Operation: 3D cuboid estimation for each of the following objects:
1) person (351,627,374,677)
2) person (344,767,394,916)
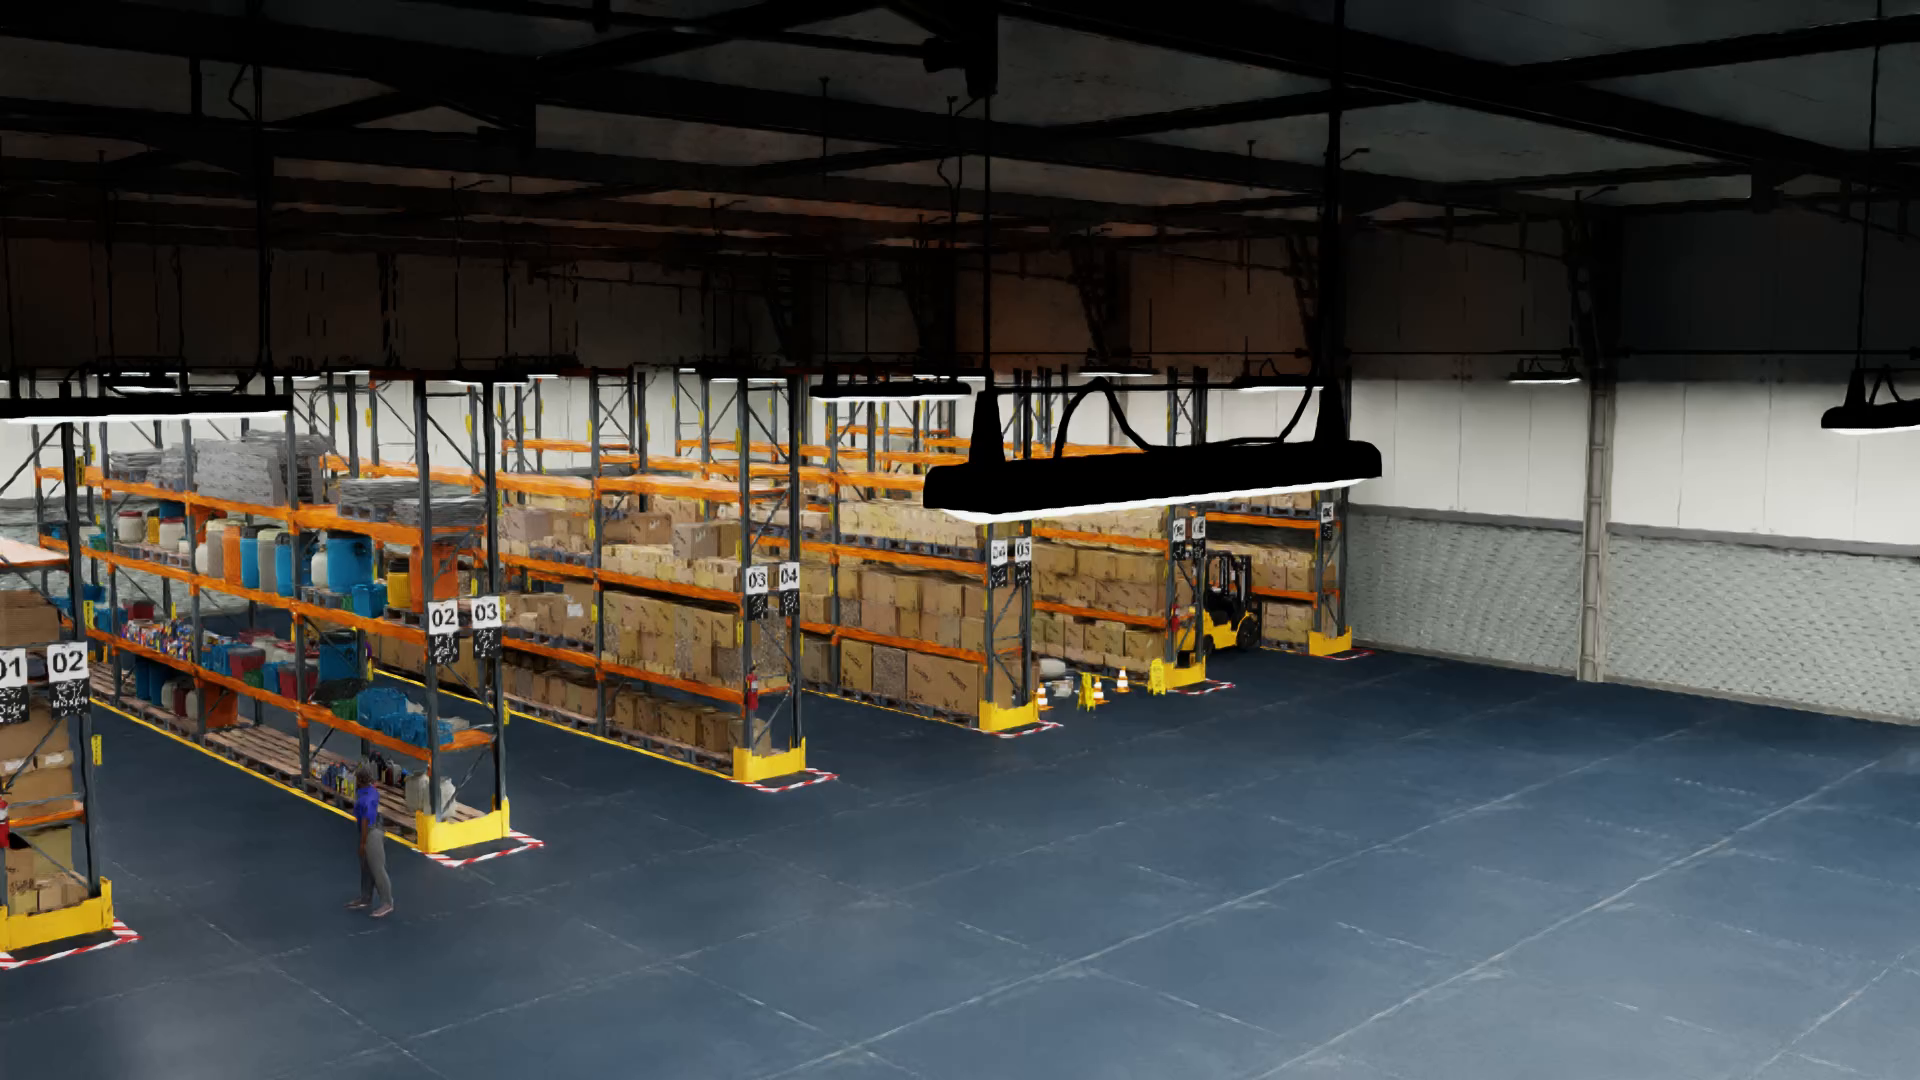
[{"bbox_3d":[-10.313,2.301,28.274,0.578,1.714,0.708,6,9,44],"label":"person"},{"bbox_3d":[-6.709,3.380,18.792,0.551,1.653,0.573,-2,7,-15],"label":"person"}]
